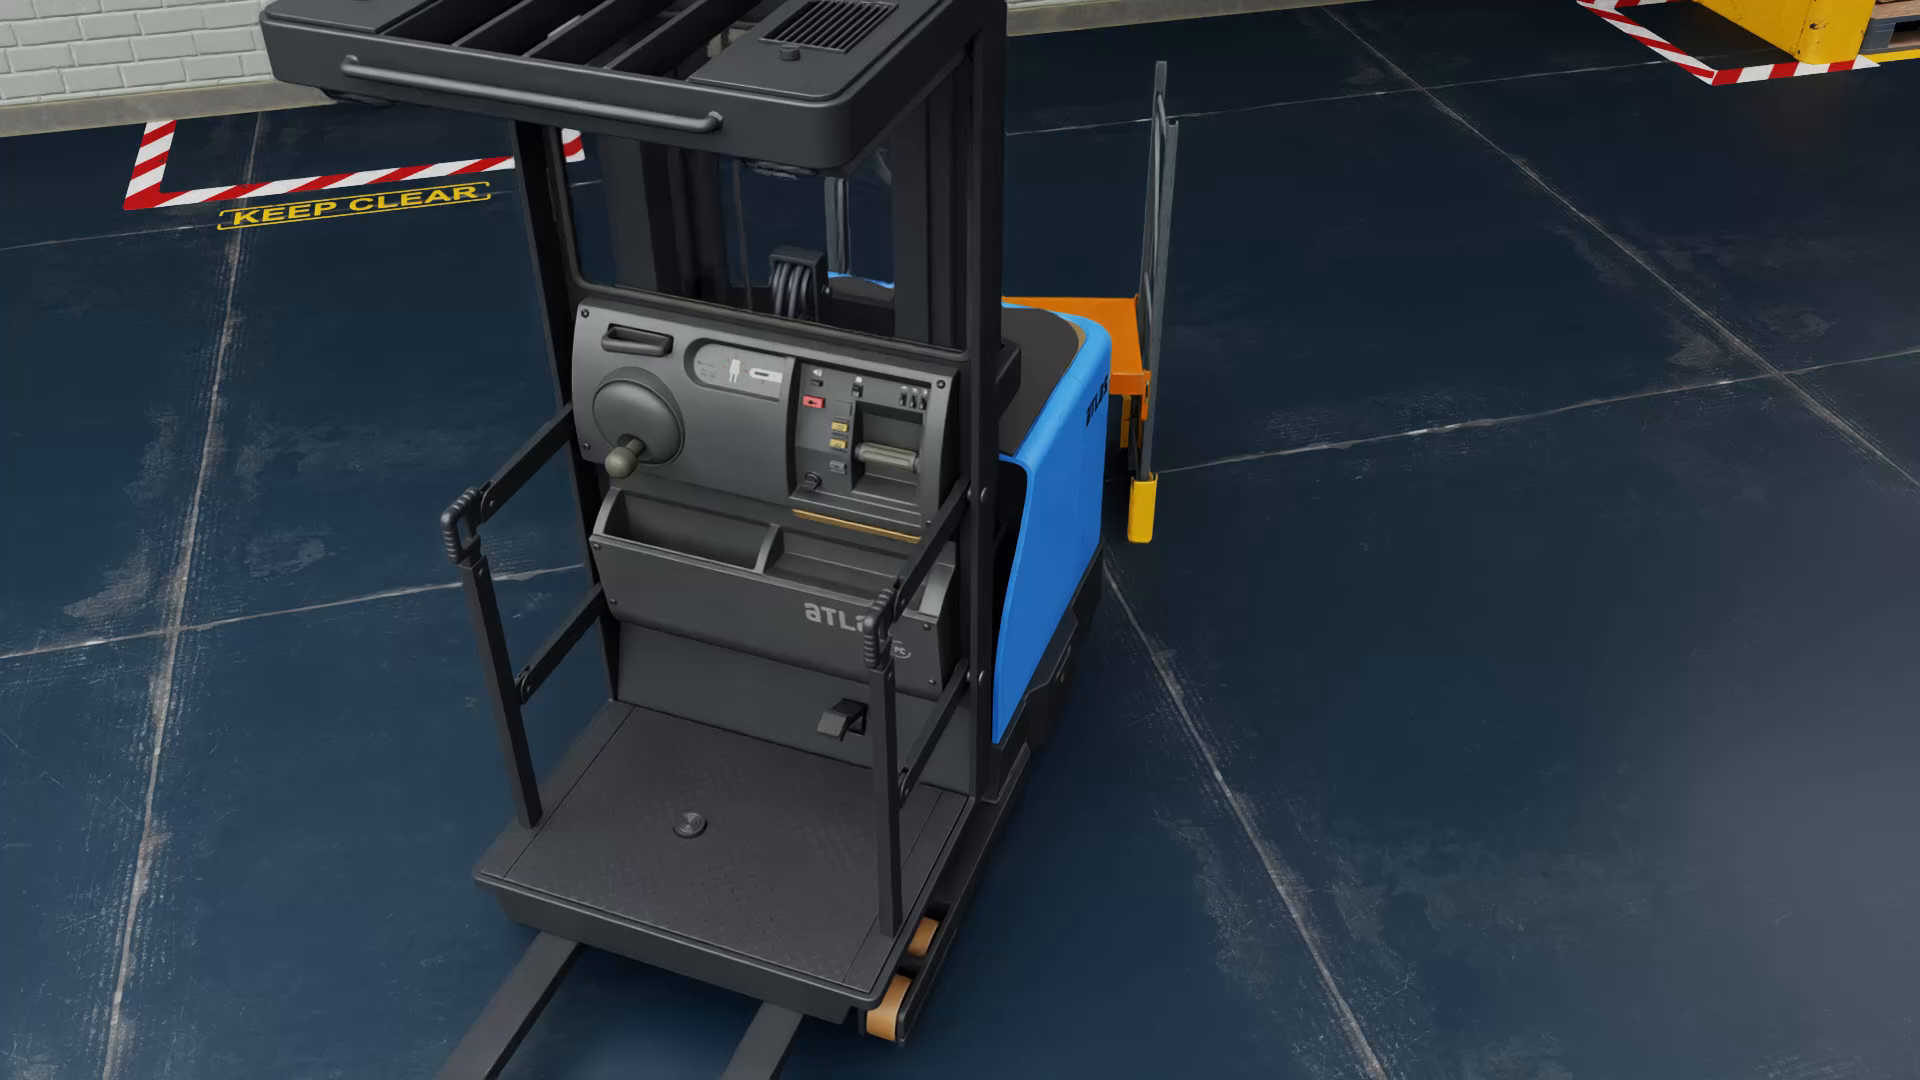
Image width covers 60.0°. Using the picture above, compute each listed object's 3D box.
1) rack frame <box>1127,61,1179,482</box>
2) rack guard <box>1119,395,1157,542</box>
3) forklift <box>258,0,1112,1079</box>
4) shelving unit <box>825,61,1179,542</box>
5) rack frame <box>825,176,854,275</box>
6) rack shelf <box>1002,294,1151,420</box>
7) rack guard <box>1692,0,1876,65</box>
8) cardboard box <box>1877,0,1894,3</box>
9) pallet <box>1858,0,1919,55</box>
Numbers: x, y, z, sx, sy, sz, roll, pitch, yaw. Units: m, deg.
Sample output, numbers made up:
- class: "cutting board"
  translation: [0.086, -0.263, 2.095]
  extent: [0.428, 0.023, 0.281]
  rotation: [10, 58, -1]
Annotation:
- class: "rack frame"
  translation: [0.631, -0.768, 5.519]
  extent: [0.032, 1.500, 0.500]
  rotation: [1, 37, 1]
- class: "rack guard"
  translation: [0.630, -0.271, 5.899]
  extent: [0.087, 0.250, 0.587]
  rotation: [1, 37, 1]
- class: "forklift"
  translation: [-0.535, -0.212, 3.615]
  extent: [1.130, 2.935, 3.031]
  rotation: [13, 39, 16]
- class: "shelving unit"
  translation: [0.132, -0.775, 5.528]
  extent: [1.083, 1.500, 0.587]
  rotation: [1, 37, 1]
- class: "rack frame"
  translation: [-0.386, -0.782, 5.537]
  extent: [0.032, 1.500, 0.500]
  rotation: [1, 37, 1]
- class: "rack shelf"
  translation: [0.123, -0.632, 5.638]
  extent: [1.000, 0.185, 0.538]
  rotation: [1, 37, 1]
- class: "rack guard"
  translation: [4.691, -3.184, 9.500]
  extent: [0.348, 0.500, 1.175]
  rotation: [-9, 38, -12]
- class: "cardboard box"
  translation: [5.309, -3.328, 9.482]
  extent: [0.500, 0.311, 0.500]
  rotation: [-14, 39, -17]
- class: "pallet"
  translation: [5.484, -3.177, 9.729]
  extent: [1.213, 0.211, 1.003]
  rotation: [-9, 38, -12]
